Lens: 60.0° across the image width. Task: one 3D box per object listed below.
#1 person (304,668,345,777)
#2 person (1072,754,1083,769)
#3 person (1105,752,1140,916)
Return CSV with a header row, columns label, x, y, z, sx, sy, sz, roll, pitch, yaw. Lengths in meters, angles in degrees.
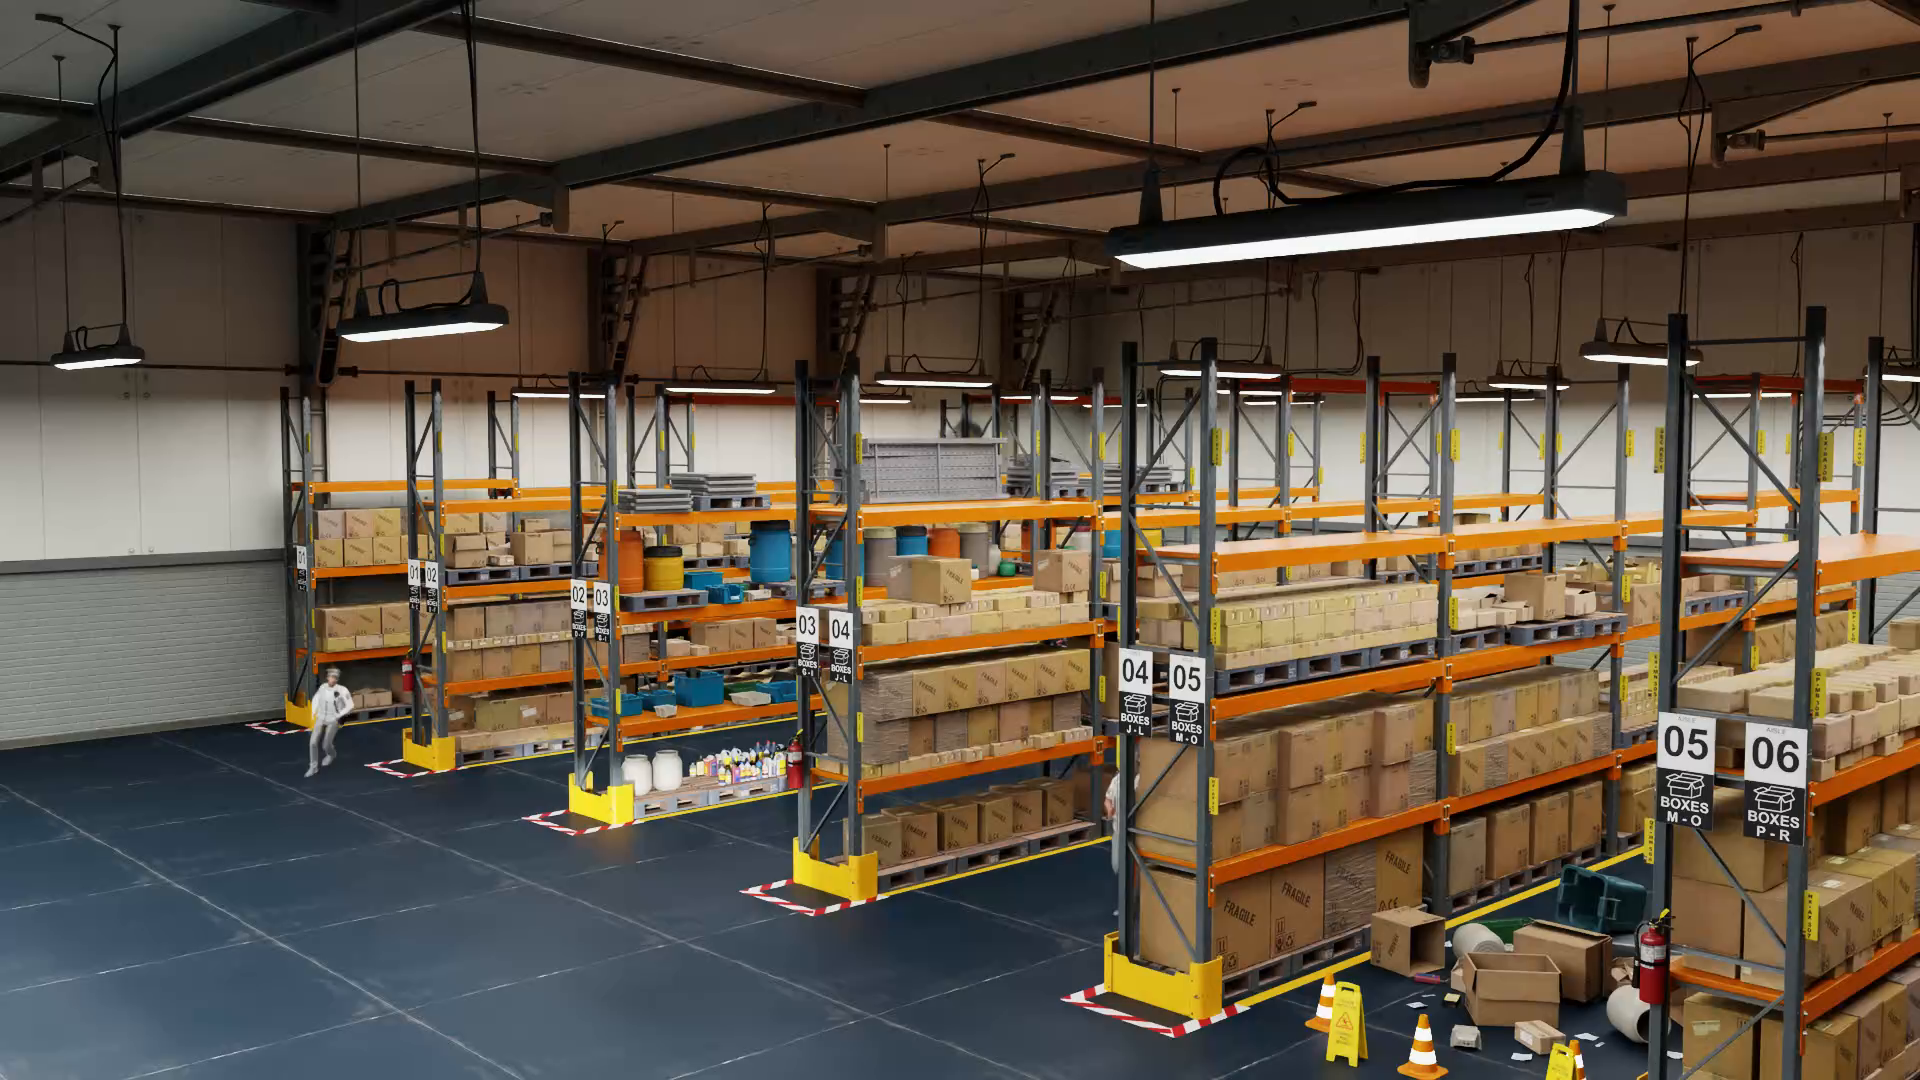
label,x,y,z,sx,sy,sz,roll,pitch,yaw
person,-9.628,2.761,25.378,0.563,1.654,0.713,0,4,2
person,1.838,2.837,23.978,0.479,1.644,0.722,3,5,38
person,1.881,3.129,18.036,0.670,1.755,0.796,2,4,32
